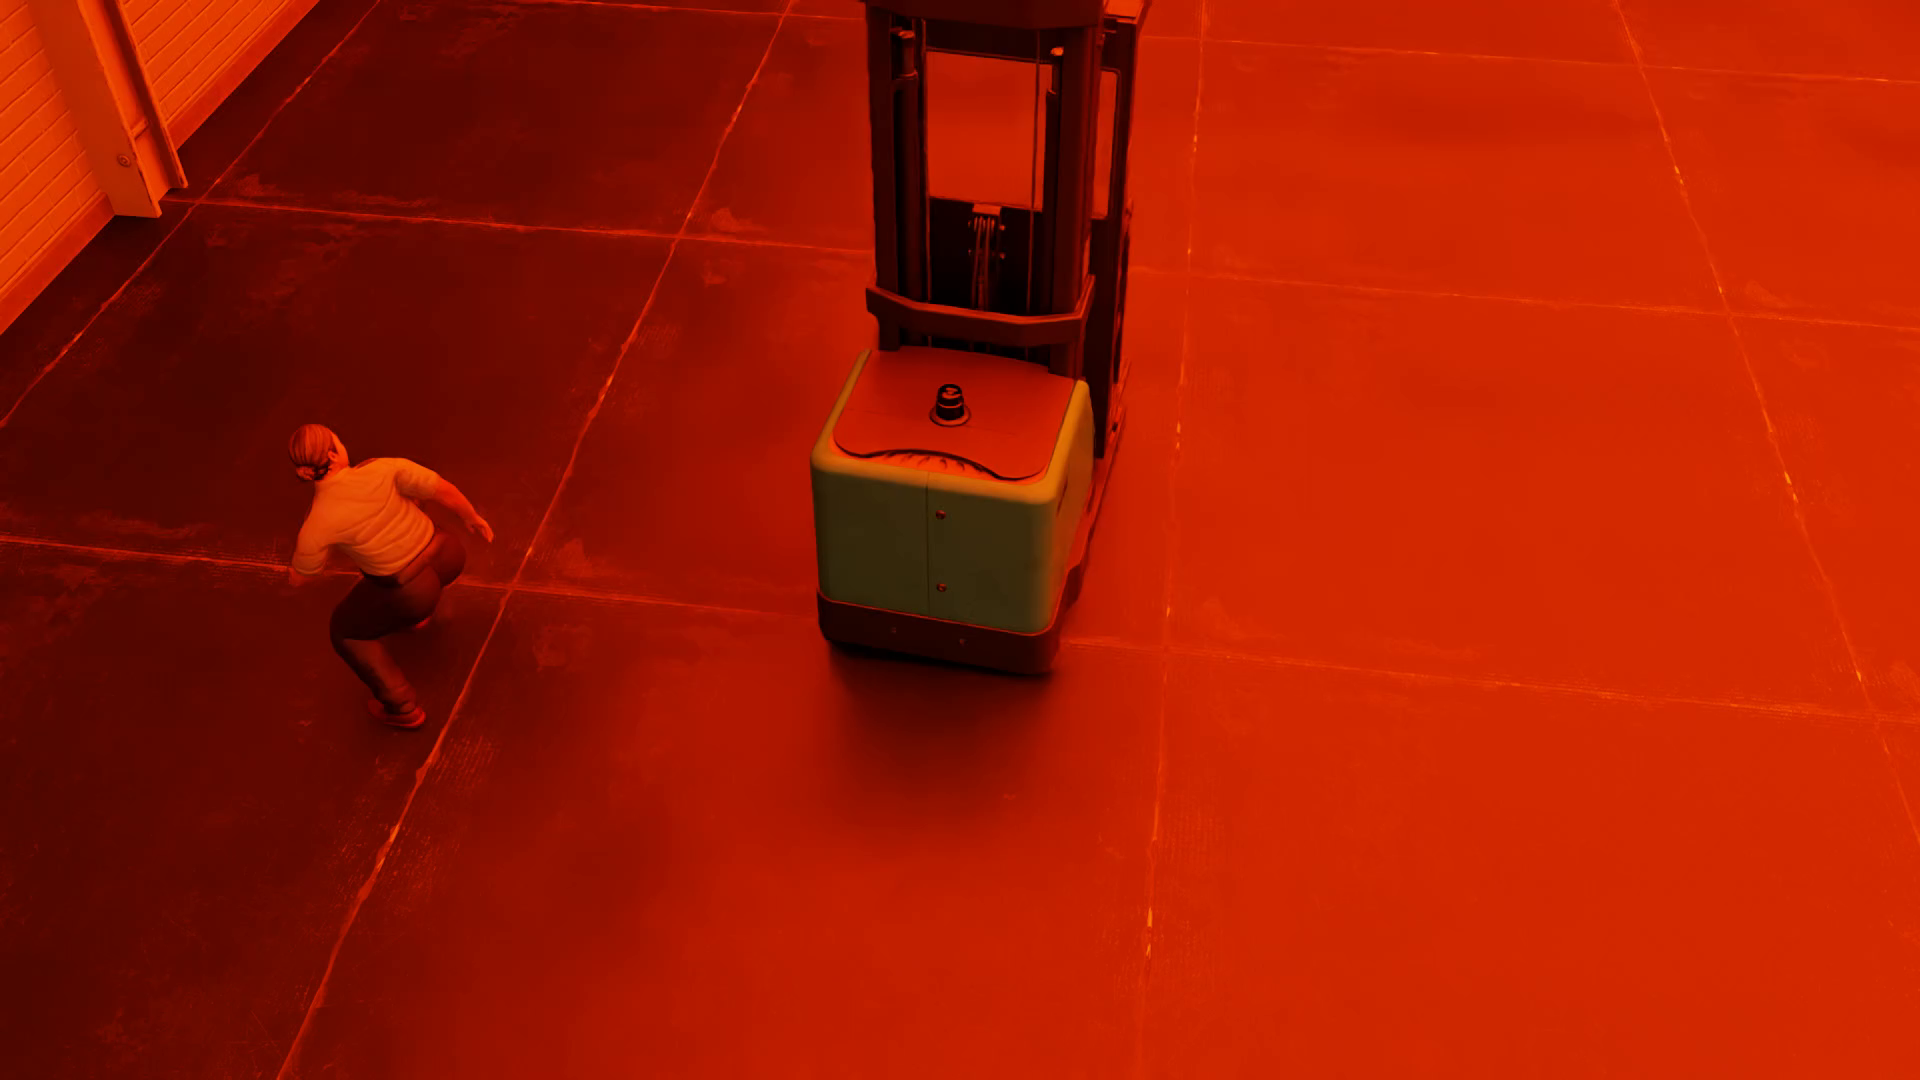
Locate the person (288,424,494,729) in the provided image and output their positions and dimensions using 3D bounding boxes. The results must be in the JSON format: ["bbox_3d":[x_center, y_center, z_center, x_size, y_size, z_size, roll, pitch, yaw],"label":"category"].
[{"bbox_3d":[-2.377,0.059,6.797,0.668,1.441,0.715,22,47,22],"label":"person"}]

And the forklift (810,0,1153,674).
[{"bbox_3d":[0.225,-1.513,7.371,1.130,2.935,3.031,9,43,10],"label":"forklift"}]
